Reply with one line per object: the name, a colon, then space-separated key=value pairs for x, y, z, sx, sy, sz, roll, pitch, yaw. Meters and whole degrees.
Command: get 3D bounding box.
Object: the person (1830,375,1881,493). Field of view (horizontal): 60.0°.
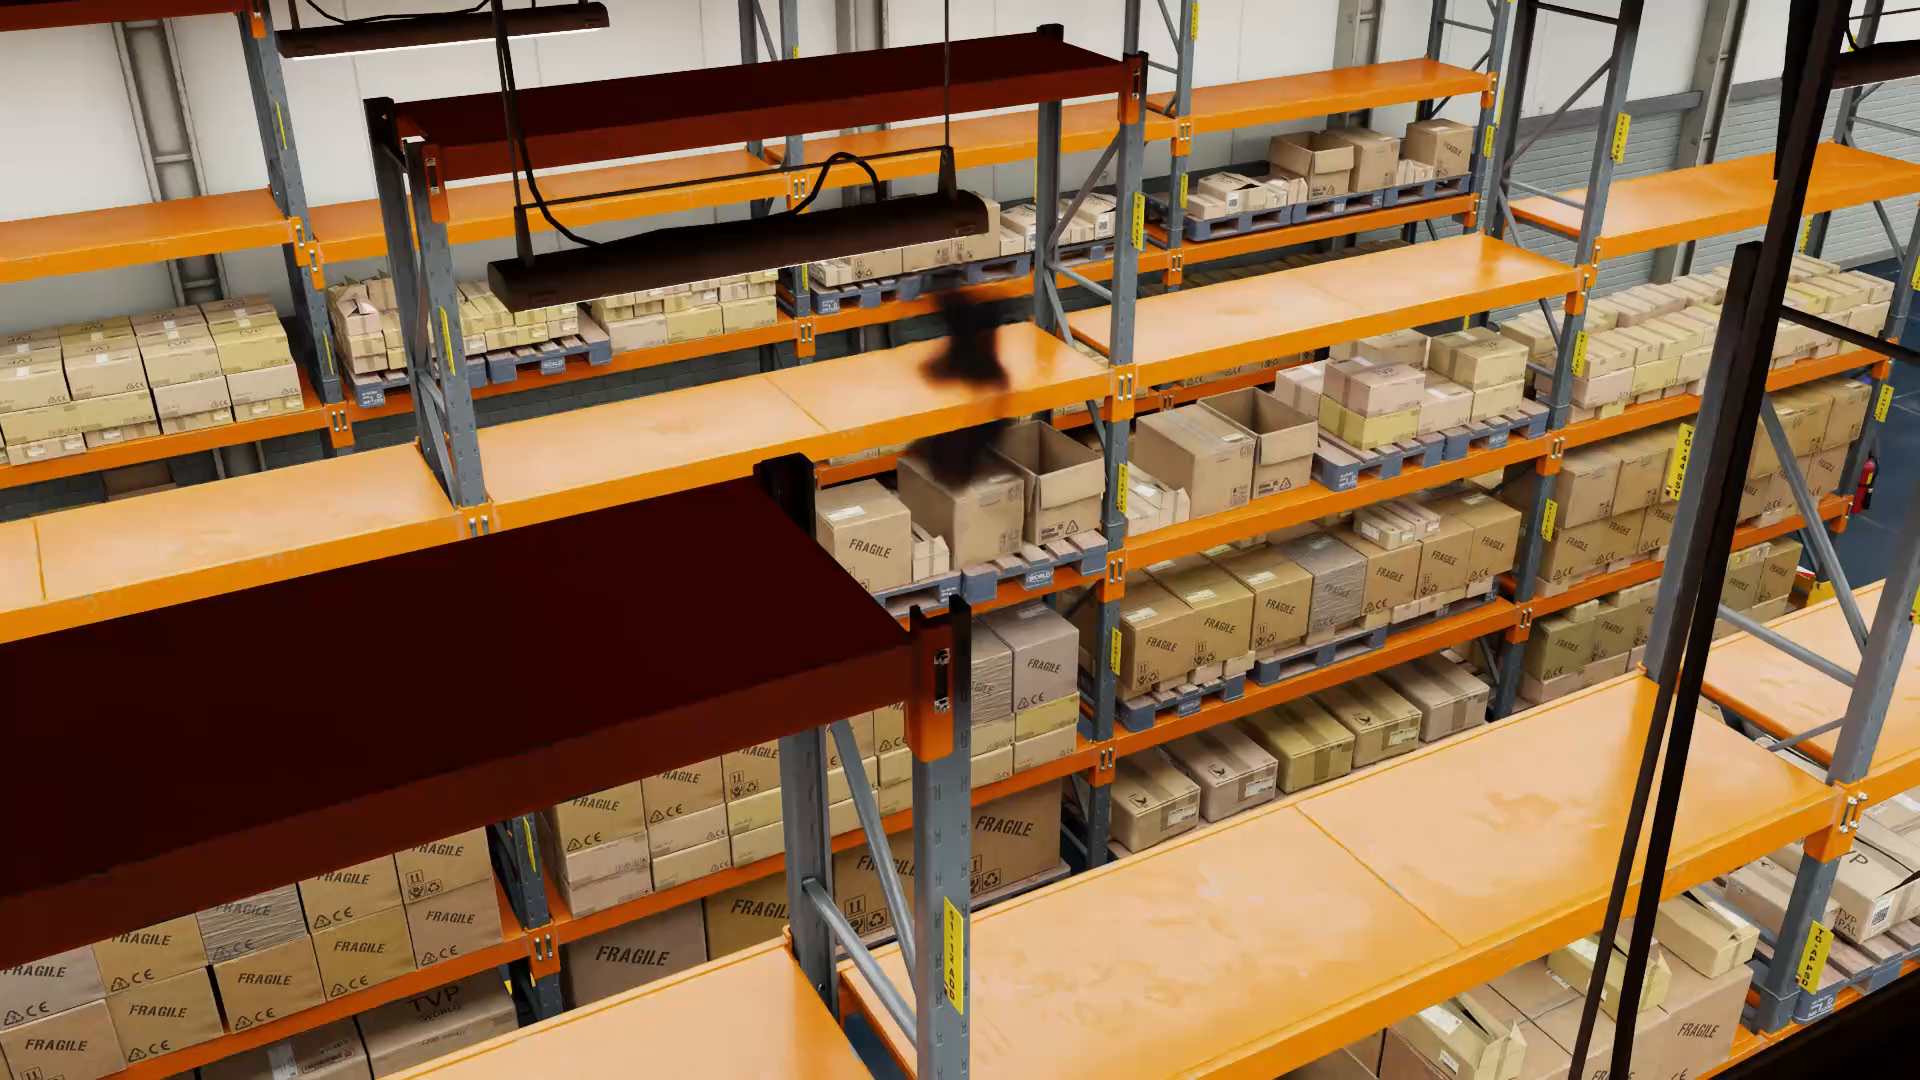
person: x=9.316 y=-1.092 z=17.343 sx=0.774 sy=1.609 sz=0.556 roll=-17 pitch=32 yaw=-29
